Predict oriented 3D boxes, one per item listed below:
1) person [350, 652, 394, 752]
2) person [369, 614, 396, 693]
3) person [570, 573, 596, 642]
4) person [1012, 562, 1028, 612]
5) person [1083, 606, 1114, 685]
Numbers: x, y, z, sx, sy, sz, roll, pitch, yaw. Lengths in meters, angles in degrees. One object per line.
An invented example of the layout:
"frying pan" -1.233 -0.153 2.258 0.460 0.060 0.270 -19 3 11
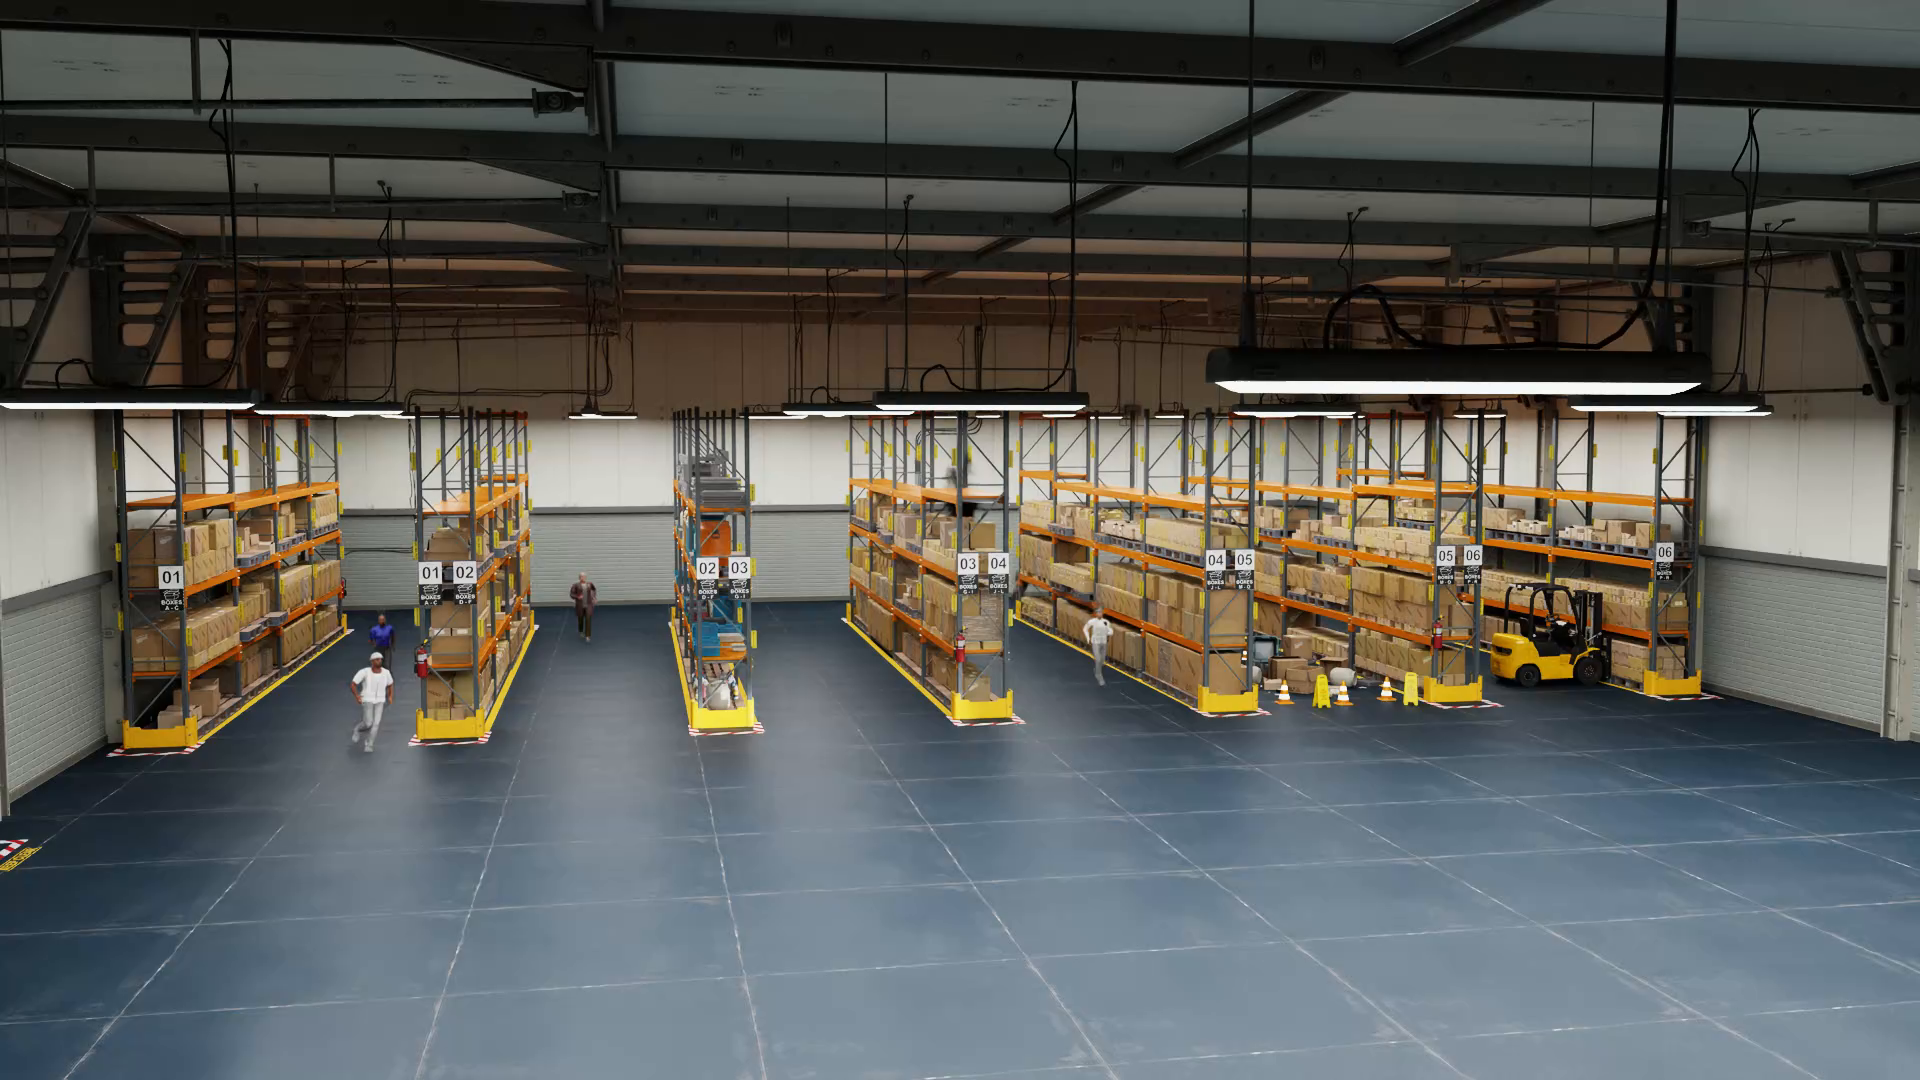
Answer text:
"person" -10.211 2.811 29.011 0.749 1.698 0.658 -3 5 -39
"person" -12.308 2.391 35.437 0.563 1.655 0.869 -2 4 -24
"person" -9.788 1.732 43.276 0.706 1.773 0.991 -1 4 -20
"person" 1.888 1.368 49.871 0.680 1.637 0.714 -1 4 -8
"person" 3.044 2.272 36.340 0.611 1.681 0.940 -1 4 -14
